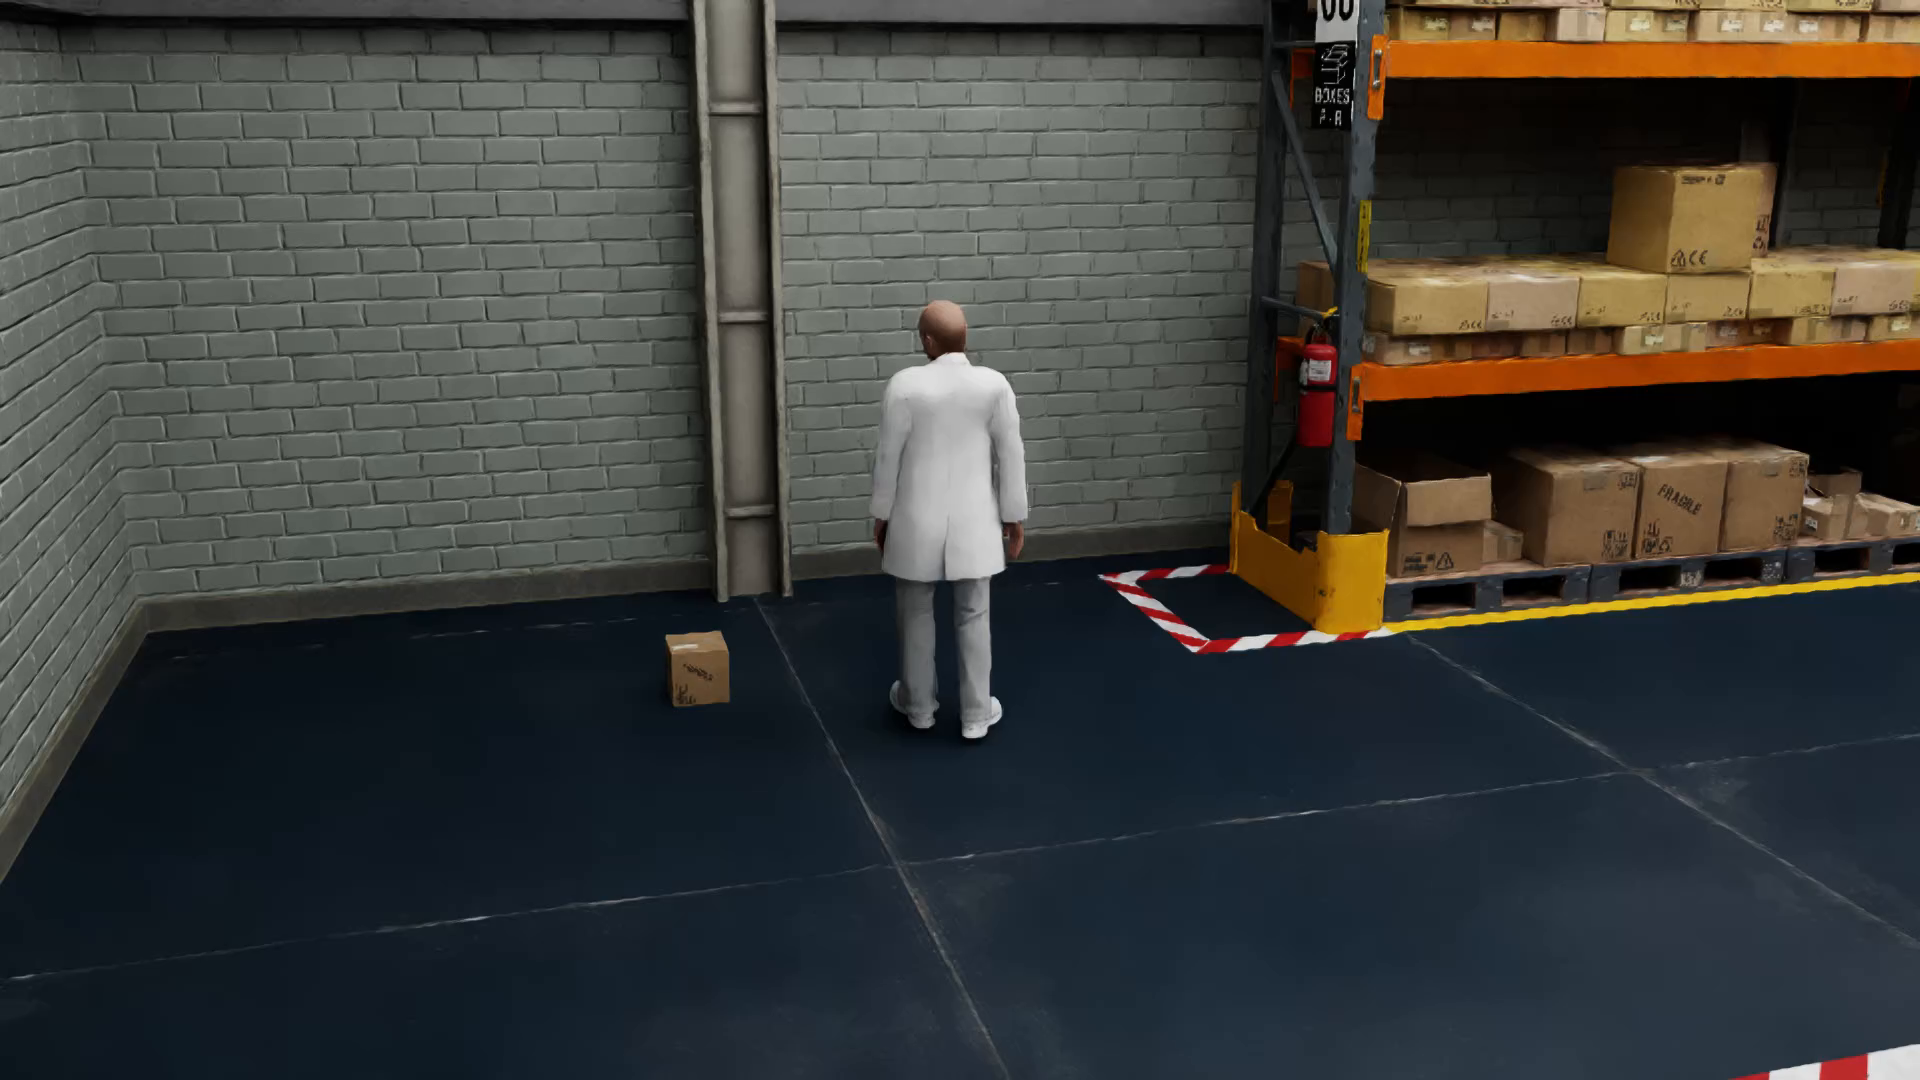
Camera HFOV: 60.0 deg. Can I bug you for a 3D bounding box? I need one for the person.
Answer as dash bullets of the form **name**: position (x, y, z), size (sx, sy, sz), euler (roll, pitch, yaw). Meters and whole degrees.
- **person**: position (-0.051, -0.096, 6.809), size (0.647, 1.784, 0.509), euler (-2, 16, -6)
